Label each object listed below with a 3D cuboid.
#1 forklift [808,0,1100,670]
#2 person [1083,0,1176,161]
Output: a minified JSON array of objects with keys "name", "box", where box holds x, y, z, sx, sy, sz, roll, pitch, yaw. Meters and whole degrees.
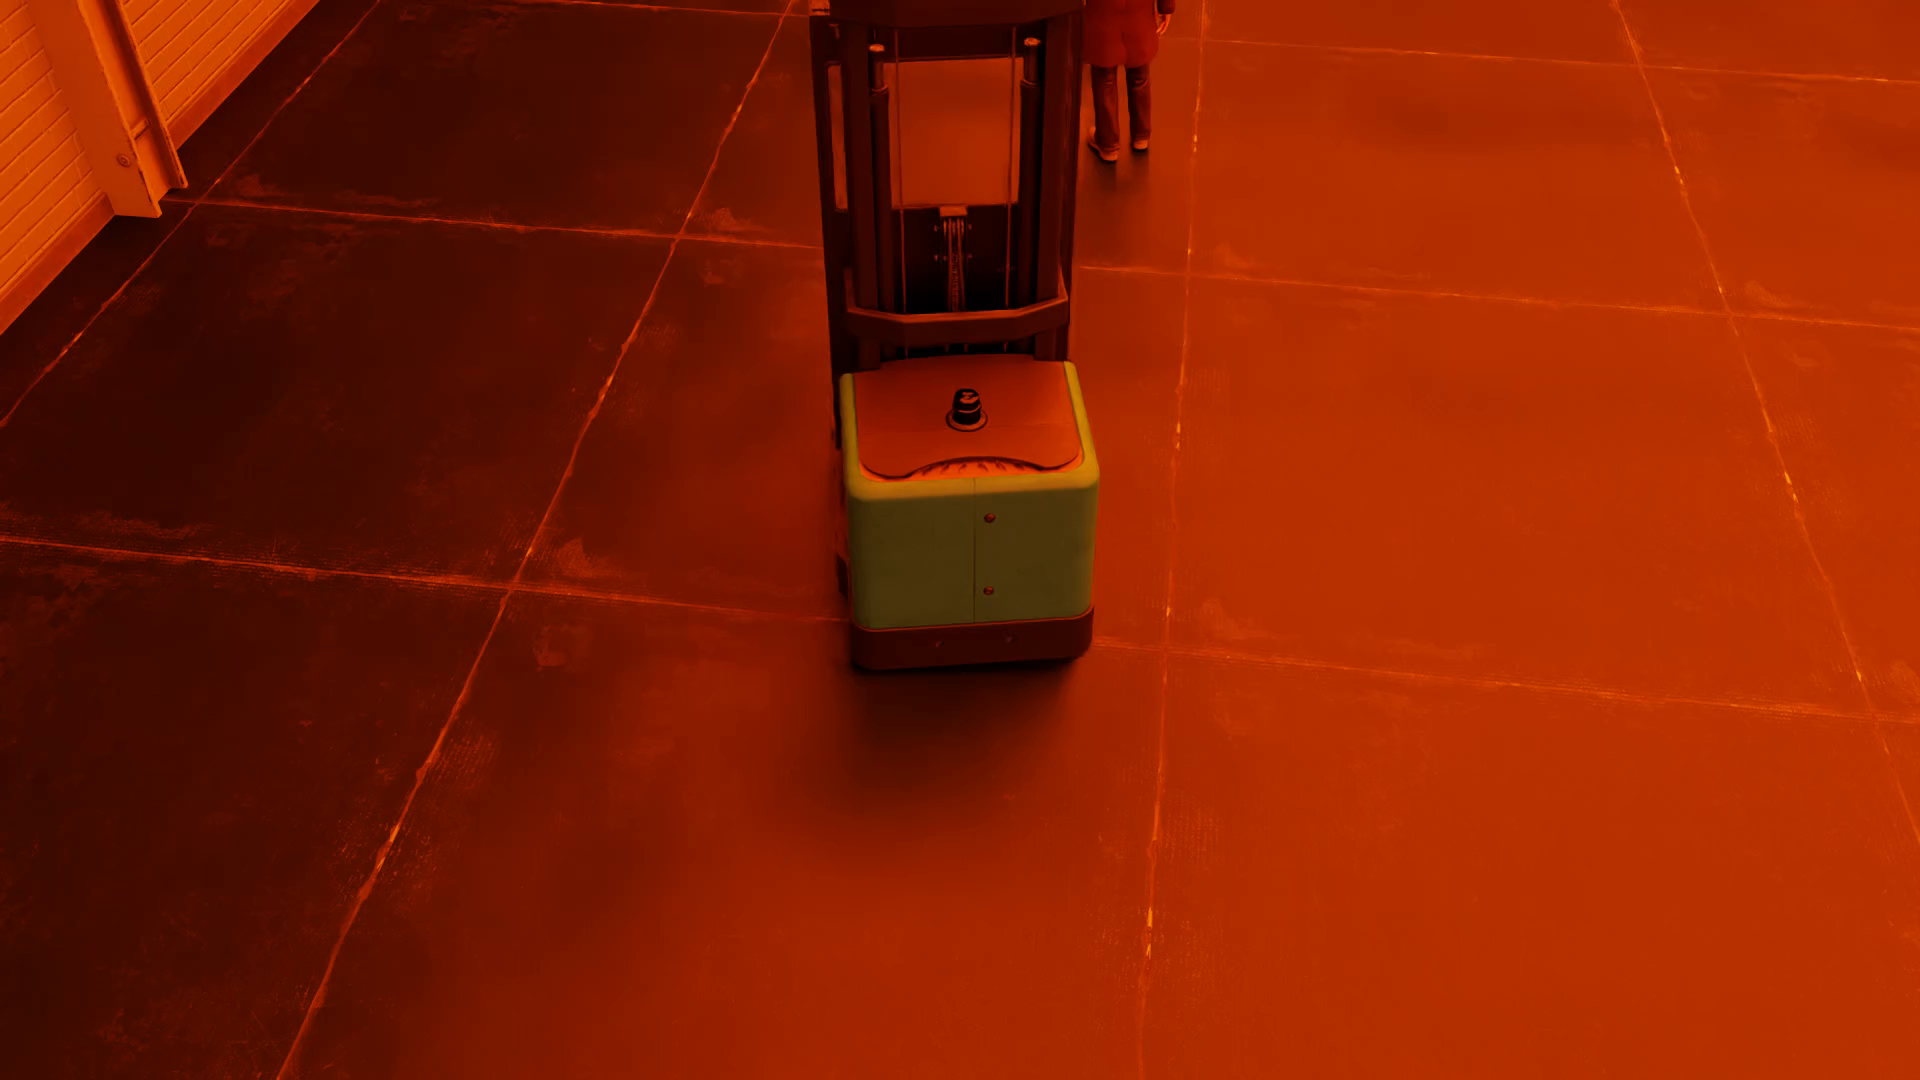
[{"name":"forklift","box":[-0.074,-1.511,7.369,1.130,2.935,3.031,-3,43,-4]},{"name":"person","box":[0.936,-3.156,10.003,0.694,1.776,0.581,-5,43,-5]}]
